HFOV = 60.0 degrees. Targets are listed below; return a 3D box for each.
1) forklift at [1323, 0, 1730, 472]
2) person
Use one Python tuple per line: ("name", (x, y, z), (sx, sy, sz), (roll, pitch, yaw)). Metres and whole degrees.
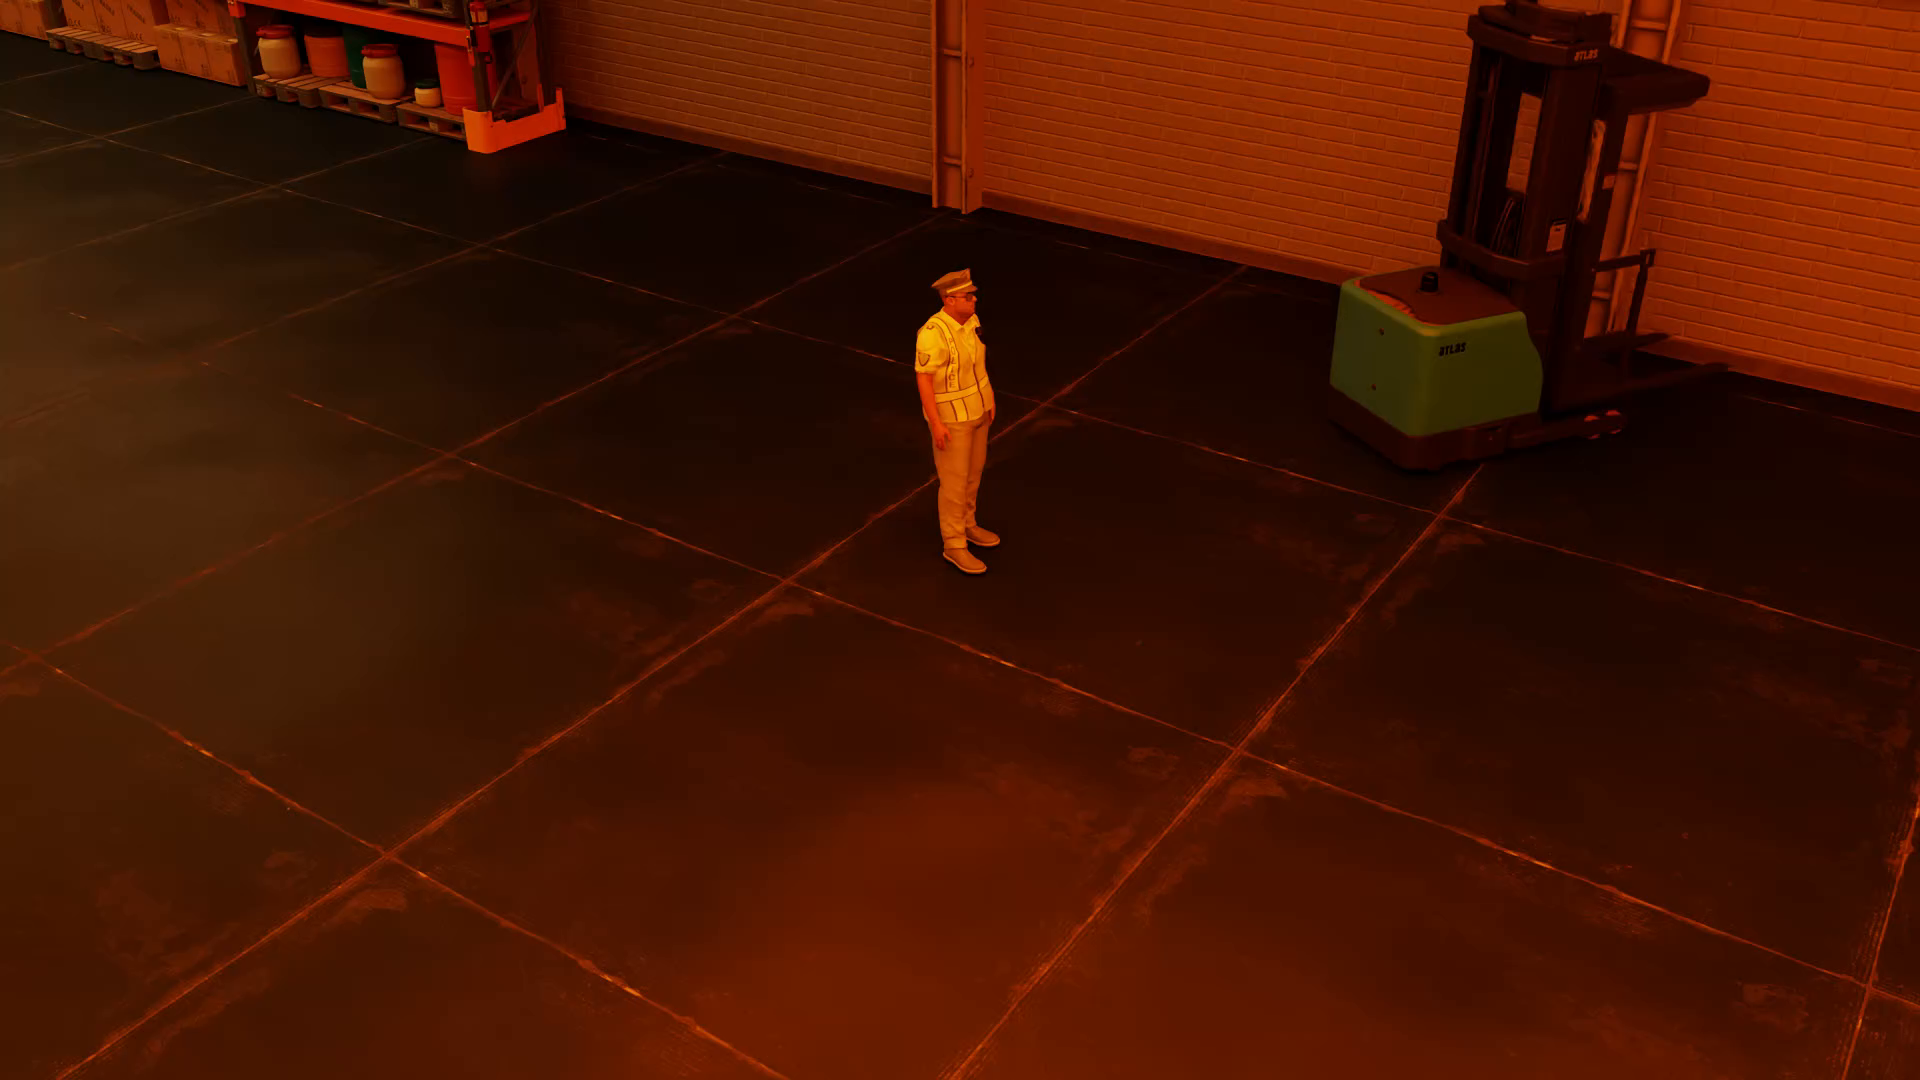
("forklift", (4.169, -2.208, 11.384), (3.031, 2.935, 1.130), (-12, 32, -20))
("person", (0.058, -0.750, 10.003), (0.574, 1.778, 0.641), (19, 35, 29))
